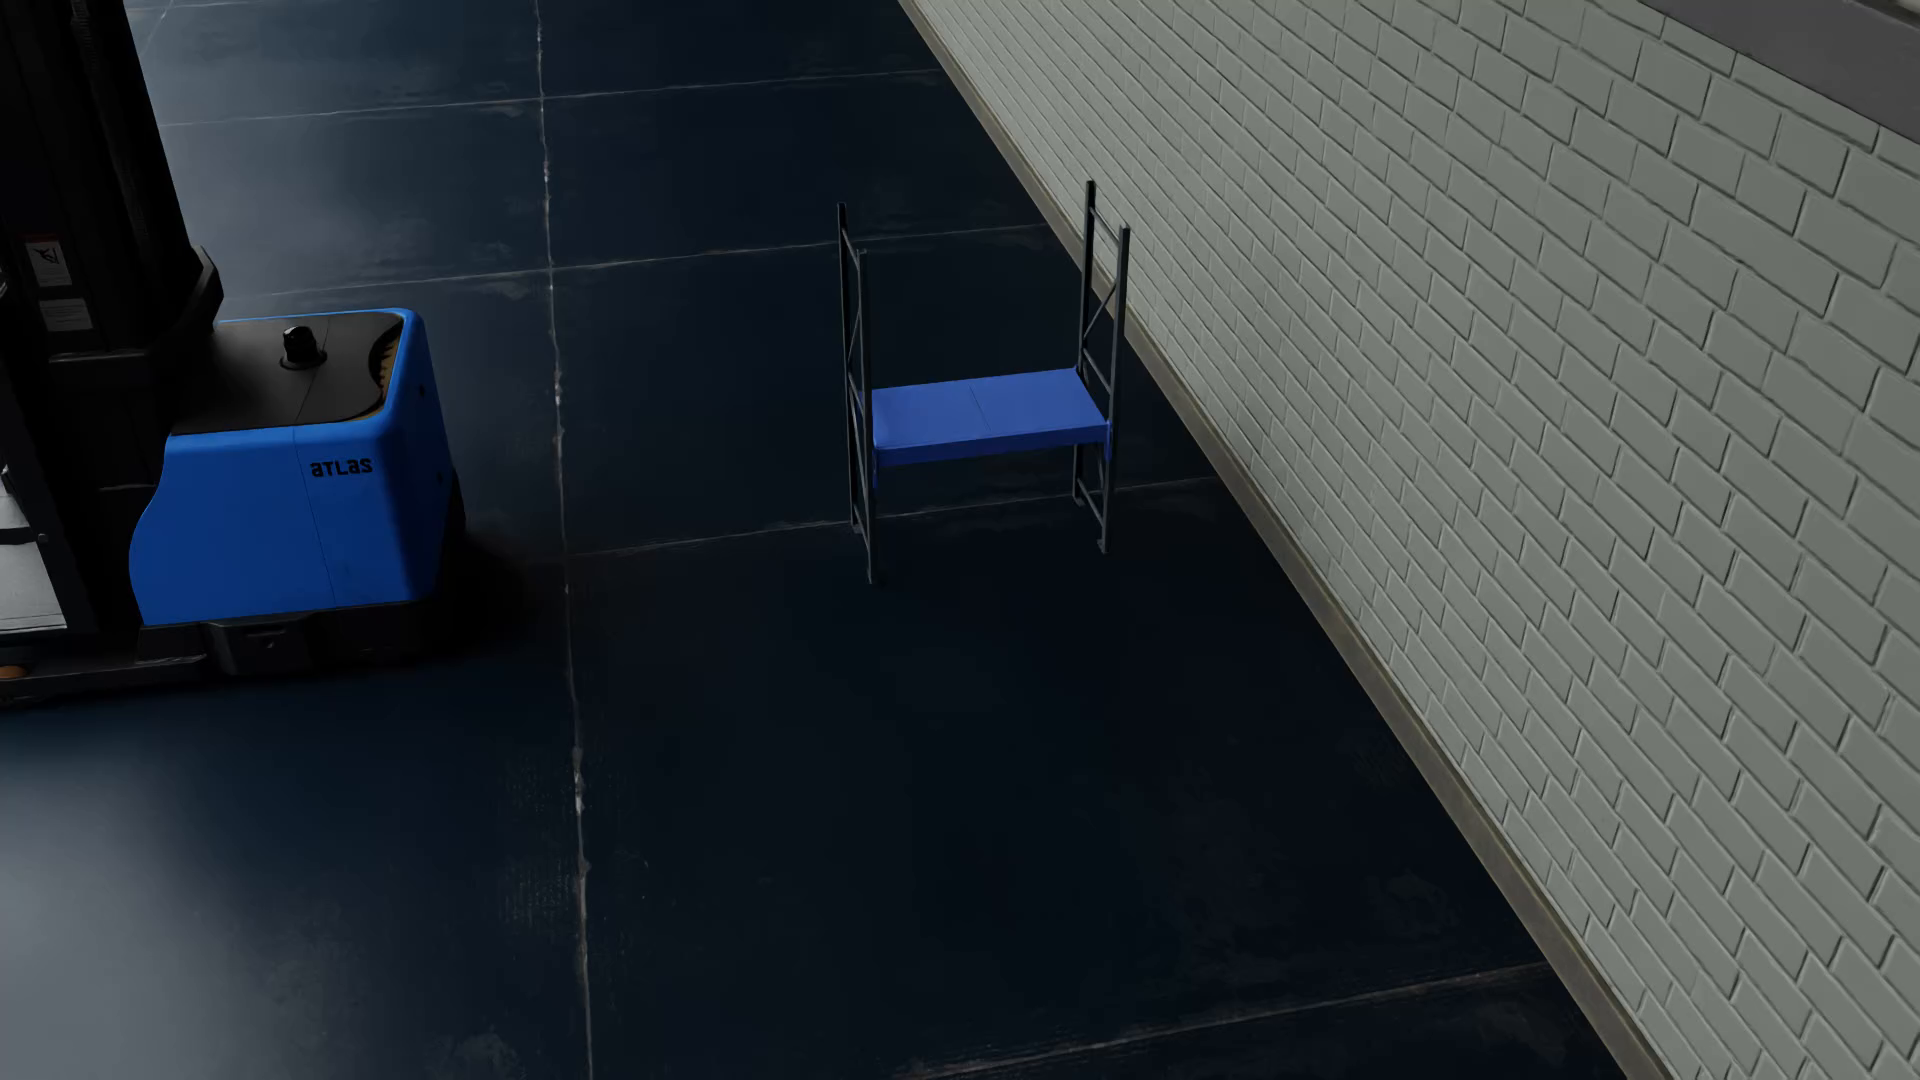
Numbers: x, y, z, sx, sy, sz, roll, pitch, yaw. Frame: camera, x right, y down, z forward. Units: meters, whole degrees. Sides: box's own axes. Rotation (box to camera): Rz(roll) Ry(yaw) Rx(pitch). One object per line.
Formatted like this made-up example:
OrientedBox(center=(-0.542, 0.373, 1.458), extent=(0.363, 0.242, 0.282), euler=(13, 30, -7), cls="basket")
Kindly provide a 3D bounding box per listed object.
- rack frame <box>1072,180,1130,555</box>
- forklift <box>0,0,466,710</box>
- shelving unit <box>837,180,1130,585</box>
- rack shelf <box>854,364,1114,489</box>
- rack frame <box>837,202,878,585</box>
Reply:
OrientedBox(center=(0.579, -0.696, 6.941), extent=(0.032, 1.500, 0.500), euler=(-7, 35, -11), cls="rack frame")
OrientedBox(center=(-3.578, -0.875, 5.923), extent=(3.031, 2.935, 1.130), euler=(-5, 34, -8), cls="forklift")
OrientedBox(center=(0.083, -0.633, 6.848), extent=(1.048, 1.500, 0.538), euler=(-7, 35, -11), cls="shelving unit")
OrientedBox(center=(0.083, -0.484, 6.948), extent=(1.000, 0.185, 0.538), euler=(-7, 35, -11), cls="rack shelf")
OrientedBox(center=(-0.413, -0.571, 6.755), extent=(0.032, 1.500, 0.500), euler=(-7, 35, -11), cls="rack frame")
